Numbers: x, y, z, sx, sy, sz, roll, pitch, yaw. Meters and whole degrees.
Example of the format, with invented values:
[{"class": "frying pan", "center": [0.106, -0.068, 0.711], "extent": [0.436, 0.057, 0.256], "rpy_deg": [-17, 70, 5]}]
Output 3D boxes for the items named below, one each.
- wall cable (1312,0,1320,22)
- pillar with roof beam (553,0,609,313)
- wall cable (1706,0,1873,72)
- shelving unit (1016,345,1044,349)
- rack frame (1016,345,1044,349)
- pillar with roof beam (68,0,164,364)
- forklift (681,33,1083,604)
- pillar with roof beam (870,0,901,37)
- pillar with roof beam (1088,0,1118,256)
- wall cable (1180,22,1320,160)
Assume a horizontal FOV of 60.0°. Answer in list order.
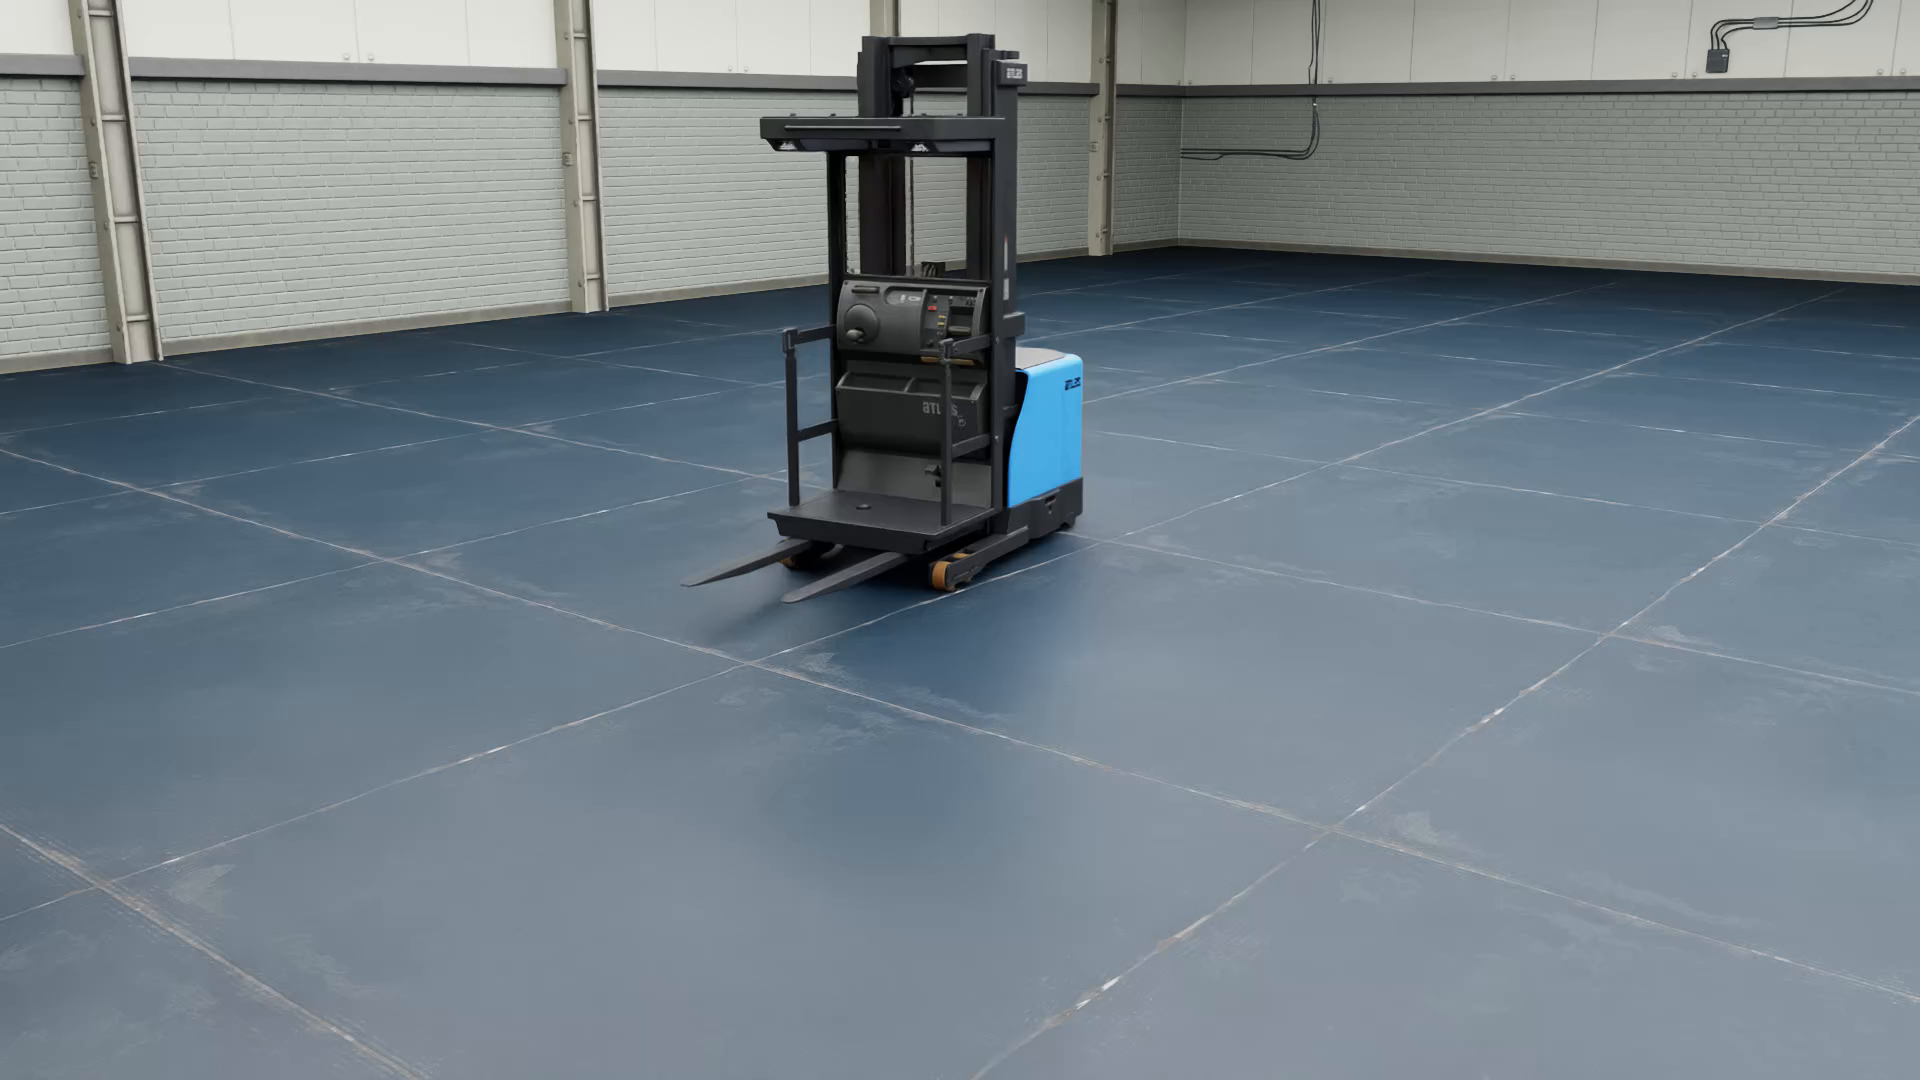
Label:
[{"class": "wall cable", "center": [7.607, -10.590, 29.581], "extent": [3.097, 2.526, 0.112], "rpy_deg": [11, 18, 38]}, {"class": "pillar with roof beam", "center": [-1.571, -6.742, 18.384], "extent": [9.100, 9.000, 0.400], "rpy_deg": [11, 18, 38]}, {"class": "wall cable", "center": [12.877, -10.242, 25.255], "extent": [2.305, 6.003, 0.169], "rpy_deg": [11, 18, 38]}, {"class": "shelving unit", "center": [0.395, -0.731, 10.844], "extent": [0.215, 1.050, 0.252], "rpy_deg": [6, 12, 23]}, {"class": "rack frame", "center": [0.444, -0.752, 10.954], "extent": [0.200, 1.050, 0.008], "rpy_deg": [6, 12, 23]}, {"class": "pillar with roof beam", "center": [-5.342, -5.593, 13.861], "extent": [9.100, 9.000, 0.400], "rpy_deg": [11, 18, 38]}, {"class": "forklift", "center": [-0.380, -1.269, 9.164], "extent": [1.130, 2.935, 3.031], "rpy_deg": [8, 16, 28]}, {"class": "pillar with roof beam", "center": [2.200, -7.891, 22.907], "extent": [9.100, 9.000, 0.400], "rpy_deg": [11, 18, 38]}, {"class": "pillar with roof beam", "center": [5.971, -9.040, 27.431], "extent": [9.100, 9.000, 0.400], "rpy_deg": [11, 18, 38]}, {"class": "wall cable", "center": [5.502, -8.560, 31.851], "extent": [3.097, 2.526, 0.112], "rpy_deg": [11, 18, 38]}]
